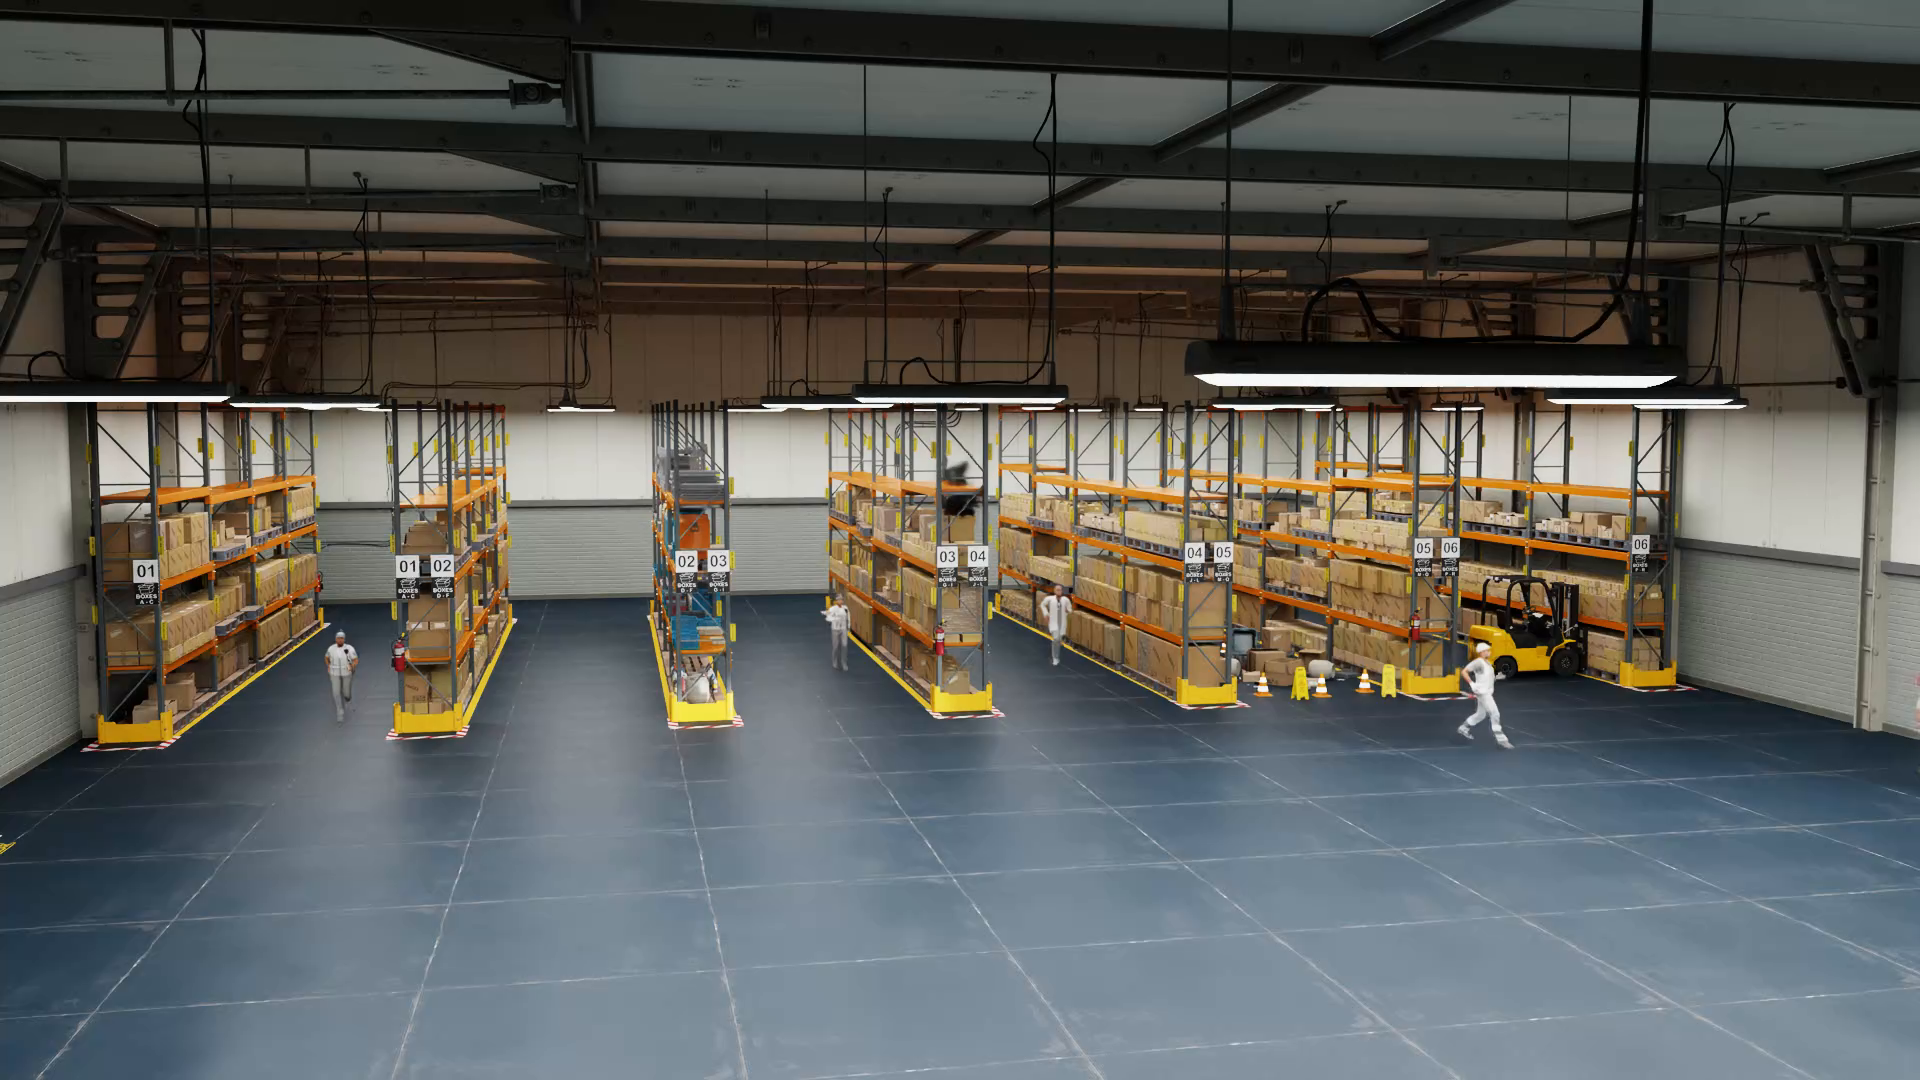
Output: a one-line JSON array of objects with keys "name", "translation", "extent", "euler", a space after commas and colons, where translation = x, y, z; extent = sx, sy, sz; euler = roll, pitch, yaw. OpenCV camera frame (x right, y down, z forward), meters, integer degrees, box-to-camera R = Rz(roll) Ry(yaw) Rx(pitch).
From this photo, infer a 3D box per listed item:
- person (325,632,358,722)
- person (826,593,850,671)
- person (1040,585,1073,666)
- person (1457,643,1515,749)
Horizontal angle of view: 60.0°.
[{"name": "person", "translation": [-11.673, 2.555, 31.380], "extent": [0.607, 1.660, 0.797], "euler": [-1, 4, -15]}, {"name": "person", "translation": [-2.702, 2.045, 37.302], "extent": [0.606, 1.702, 0.768], "euler": [-1, 4, -15]}, {"name": "person", "translation": [2.242, 1.957, 38.239], "extent": [0.684, 1.838, 0.859], "euler": [-1, 4, -14]}, {"name": "person", "translation": [9.079, 2.660, 28.674], "extent": [1.026, 1.772, 0.674], "euler": [3, 5, 31]}]
